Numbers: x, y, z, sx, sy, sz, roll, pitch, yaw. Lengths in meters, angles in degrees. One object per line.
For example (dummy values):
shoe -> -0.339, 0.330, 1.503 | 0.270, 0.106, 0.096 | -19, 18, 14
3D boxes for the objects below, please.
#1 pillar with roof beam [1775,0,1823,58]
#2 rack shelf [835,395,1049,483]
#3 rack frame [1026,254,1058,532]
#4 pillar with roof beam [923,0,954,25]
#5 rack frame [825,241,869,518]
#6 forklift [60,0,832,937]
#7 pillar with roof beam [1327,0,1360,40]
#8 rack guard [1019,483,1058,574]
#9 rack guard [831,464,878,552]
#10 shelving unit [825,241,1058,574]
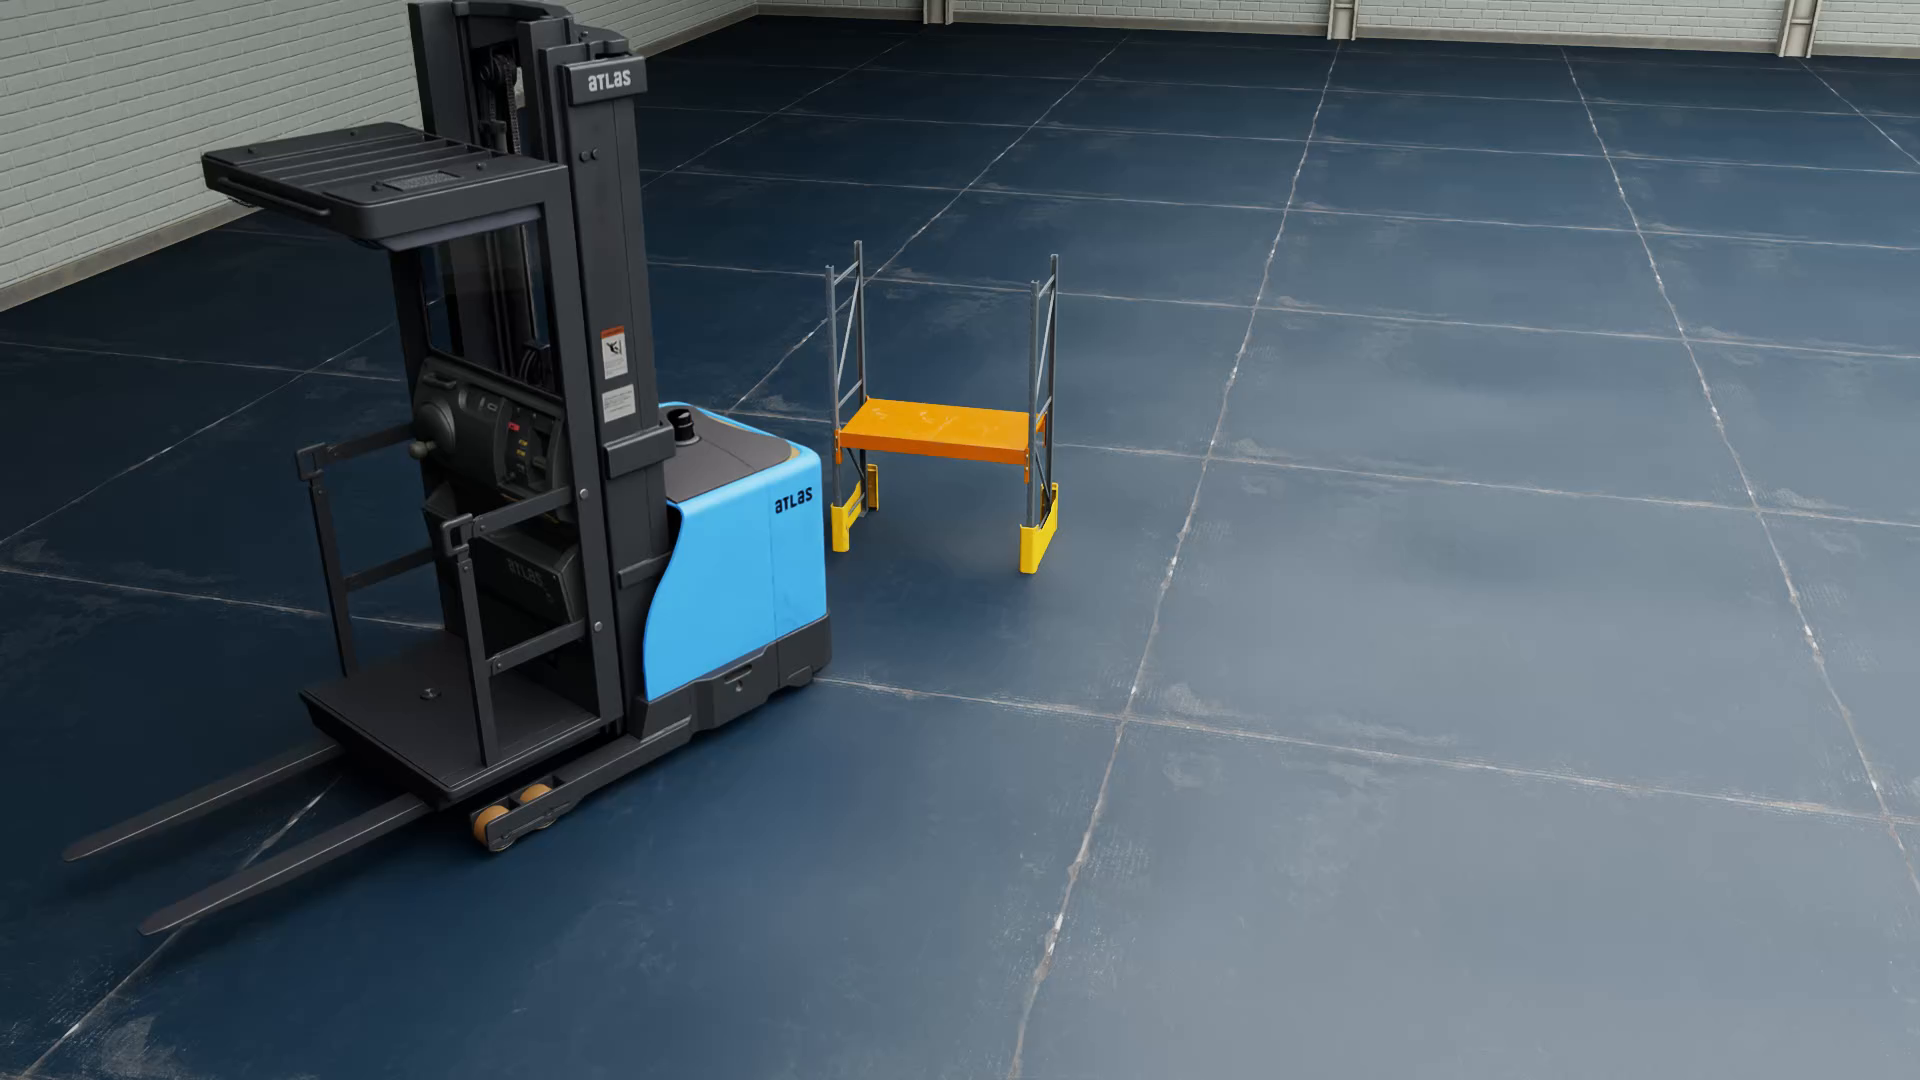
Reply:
pillar with roof beam -> 10.223, -8.846, 16.863 | 0.400, 9.000, 9.100 | 6, 26, 13
rack shelf -> -0.083, -0.524, 8.524 | 1.000, 0.185, 0.538 | 6, 26, 13
rack frame -> 0.410, -0.632, 8.332 | 0.032, 1.500, 0.500 | 6, 26, 13
pillar with roof beam -> -1.399, -10.131, 19.561 | 0.400, 9.000, 9.100 | 6, 26, 13
rack frame -> -0.575, -0.741, 8.561 | 0.032, 1.500, 0.500 | 6, 26, 13
forklift -> -1.932, -0.395, 6.171 | 1.130, 2.935, 3.031 | 21, 33, 37
pillar with roof beam -> 4.412, -9.489, 18.212 | 0.400, 9.000, 9.100 | 6, 26, 13
rack guard -> 0.408, -0.068, 8.601 | 0.087, 0.250, 0.587 | 6, 26, 13
rack guard -> -0.556, -0.174, 8.825 | 0.087, 0.250, 0.587 | 6, 26, 13
shelving unit -> -0.074, -0.685, 8.445 | 1.083, 1.500, 0.587 | 6, 26, 13
